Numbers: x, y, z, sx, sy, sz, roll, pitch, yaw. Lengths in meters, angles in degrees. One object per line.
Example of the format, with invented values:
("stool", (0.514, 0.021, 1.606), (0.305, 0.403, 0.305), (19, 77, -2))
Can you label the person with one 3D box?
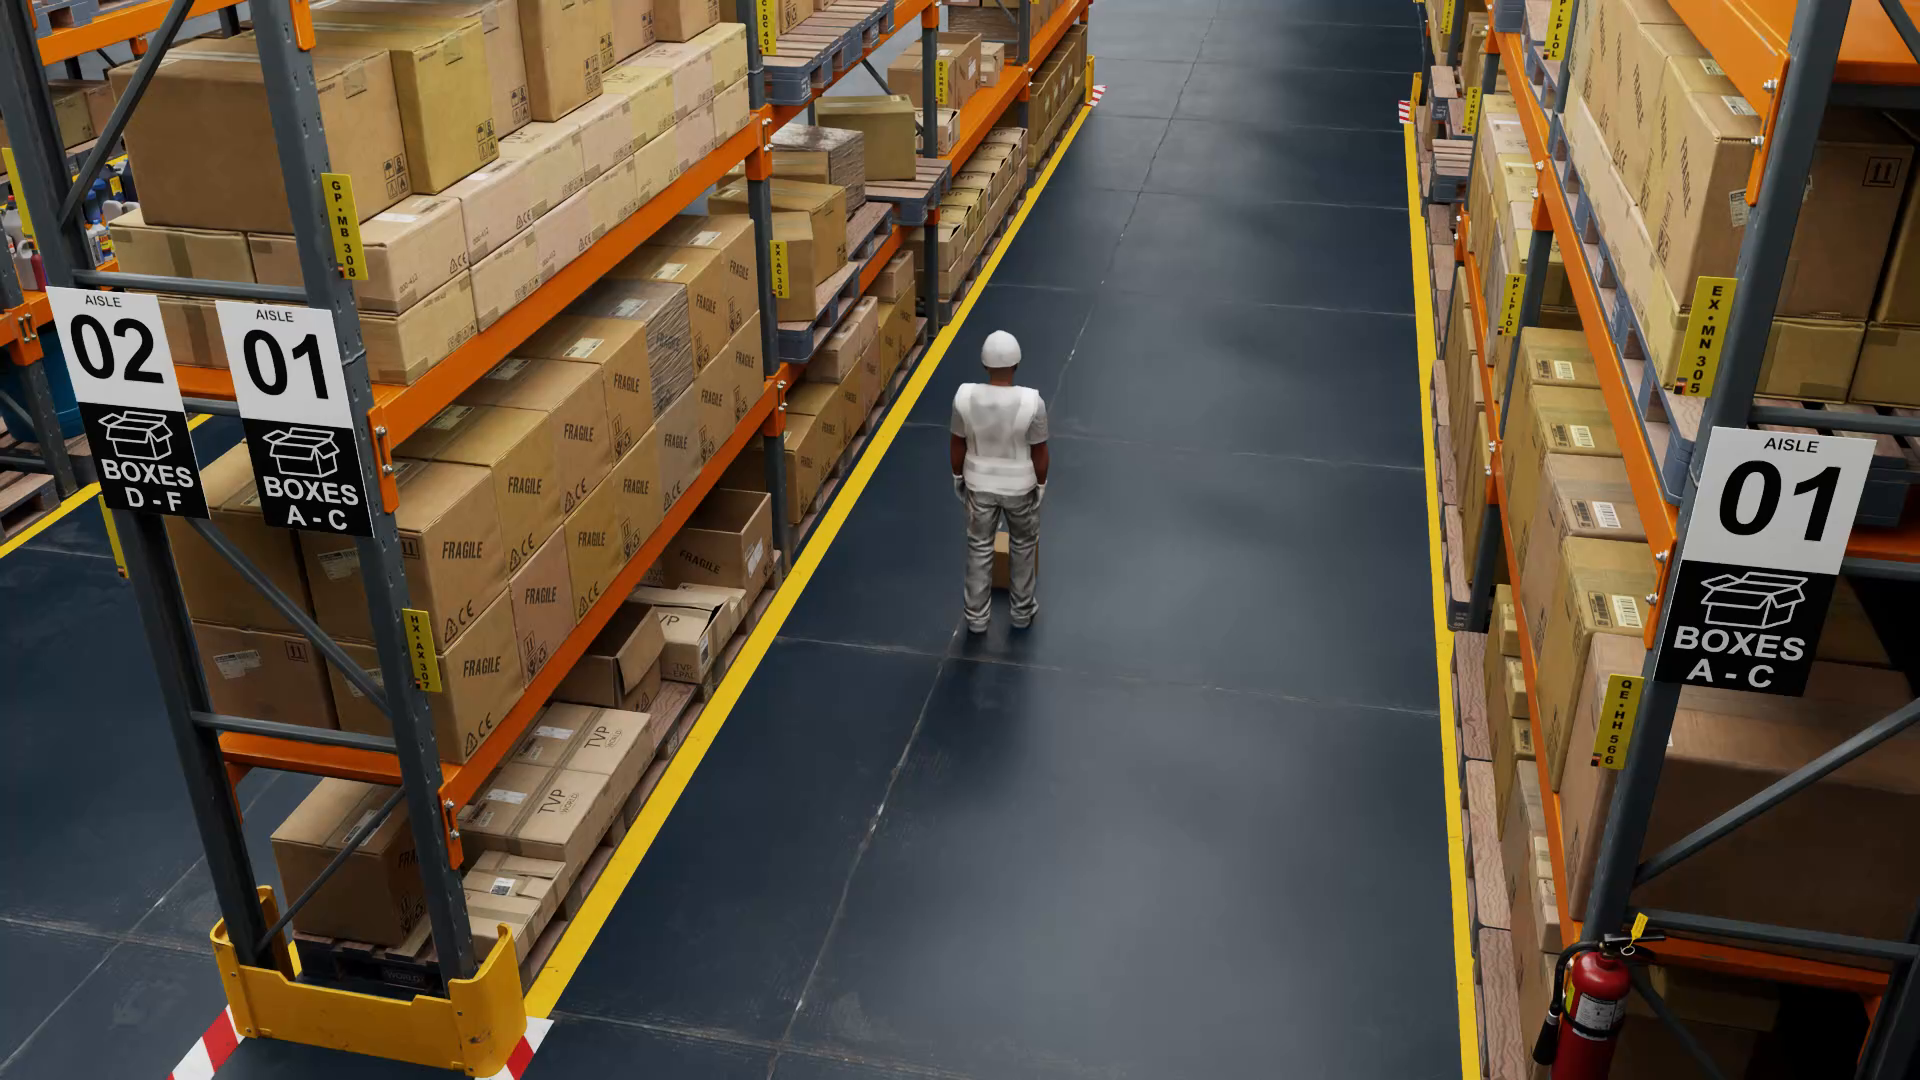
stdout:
("person", (0.225, -0.326, 9.209), (0.545, 1.789, 0.424), (7, 29, 12))
